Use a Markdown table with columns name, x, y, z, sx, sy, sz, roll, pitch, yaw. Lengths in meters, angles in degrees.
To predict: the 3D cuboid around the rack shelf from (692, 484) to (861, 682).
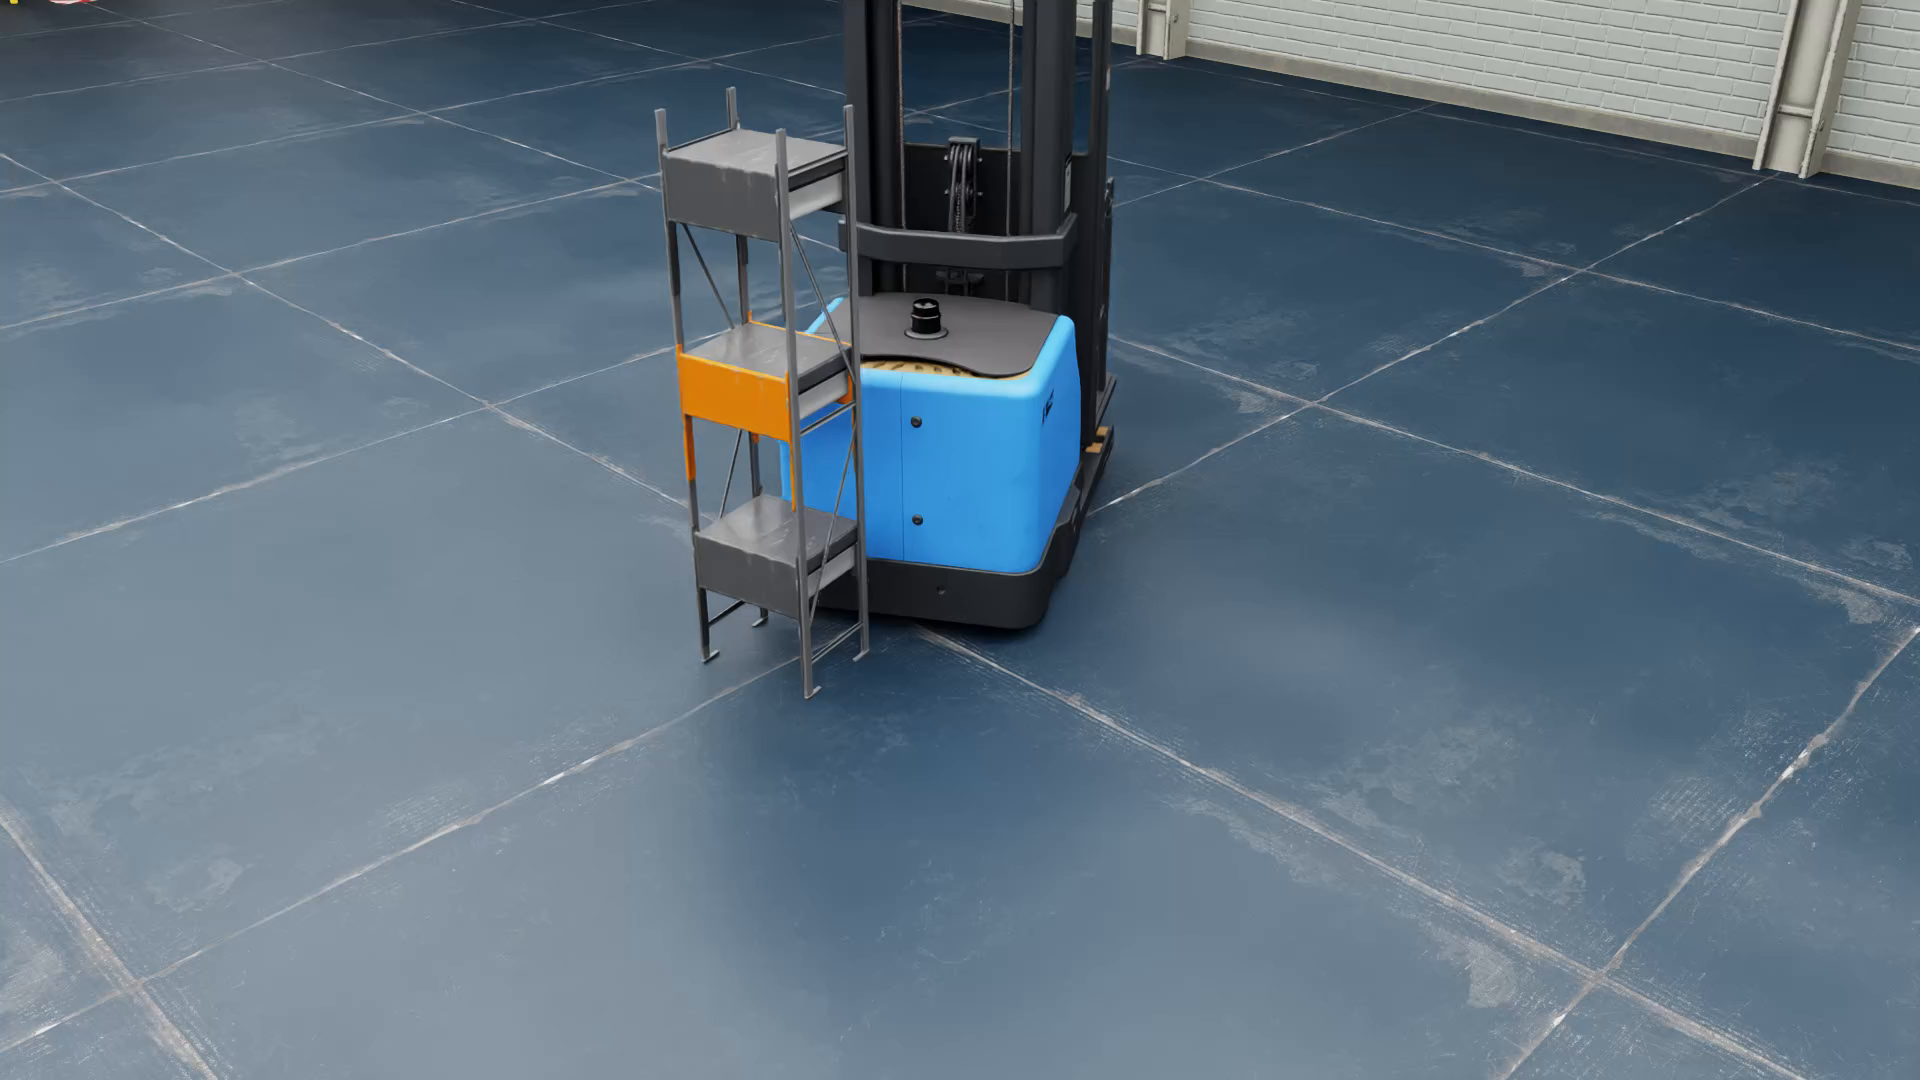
| name | x | y | z | sx | sy | sz | roll | pitch | yaw |
| --- | --- | --- | --- | --- | --- | --- | --- | --- | --- |
| rack shelf | -0.669 | 0.153 | 6.236 | 0.480 | 0.518 | 0.431 | 16 | 32 | 28 |

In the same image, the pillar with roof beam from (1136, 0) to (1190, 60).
| name | x | y | z | sx | sy | sz | roll | pitch | yaw |
| --- | --- | --- | --- | --- | --- | --- | --- | --- | --- |
| pillar with roof beam | -1.044 | -7.315 | 11.492 | 0.400 | 9.000 | 9.100 | 25 | 36 | 38 |

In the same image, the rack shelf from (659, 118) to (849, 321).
| name | x | y | z | sx | sy | sz | roll | pitch | yaw |
| --- | --- | --- | --- | --- | --- | --- | --- | --- | --- |
| rack shelf | -0.669 | -1.086 | 5.584 | 0.480 | 0.518 | 0.431 | 16 | 32 | 28 |

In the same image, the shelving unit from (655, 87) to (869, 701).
| name | x | y | z | sx | sy | sz | roll | pitch | yaw |
| --- | --- | --- | --- | --- | --- | --- | --- | --- | --- |
| shelving unit | -0.669 | -0.478 | 5.903 | 0.503 | 2.100 | 0.431 | 16 | 32 | 28 |

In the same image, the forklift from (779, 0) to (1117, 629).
| name | x | y | z | sx | sy | sz | roll | pitch | yaw |
| --- | --- | --- | --- | --- | --- | --- | --- | --- | --- |
| forklift | 0.122 | -1.620 | 7.182 | 1.130 | 2.935 | 3.031 | 6 | 28 | 12 |

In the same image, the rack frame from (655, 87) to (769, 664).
| name | x | y | z | sx | sy | sz | roll | pitch | yaw |
| --- | --- | --- | --- | --- | --- | --- | --- | --- | --- |
| rack frame | -0.877 | -0.538 | 6.017 | 0.015 | 2.100 | 0.400 | 16 | 32 | 28 |

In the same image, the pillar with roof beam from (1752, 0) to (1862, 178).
| name | x | y | z | sx | sy | sz | roll | pitch | yaw |
| --- | --- | --- | --- | --- | --- | --- | --- | --- | --- |
| pillar with roof beam | 3.234 | -5.357 | 7.769 | 0.400 | 9.000 | 9.100 | 25 | 36 | 38 |

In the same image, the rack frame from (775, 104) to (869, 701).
| name | x | y | z | sx | sy | sz | roll | pitch | yaw |
| --- | --- | --- | --- | --- | --- | --- | --- | --- | --- |
| rack frame | -0.462 | -0.419 | 5.790 | 0.015 | 2.100 | 0.400 | 16 | 32 | 28 |

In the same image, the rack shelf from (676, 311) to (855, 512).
| name | x | y | z | sx | sy | sz | roll | pitch | yaw |
| --- | --- | --- | --- | --- | --- | --- | --- | --- | --- |
| rack shelf | -0.669 | -0.466 | 5.910 | 0.480 | 0.518 | 0.431 | 16 | 32 | 28 |

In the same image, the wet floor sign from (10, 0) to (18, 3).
| name | x | y | z | sx | sy | sz | roll | pitch | yaw |
| --- | --- | --- | --- | --- | --- | --- | --- | --- | --- |
| wet floor sign | -10.811 | -6.370 | 18.670 | 0.267 | 0.644 | 0.232 | -13 | 30 | -22 |
